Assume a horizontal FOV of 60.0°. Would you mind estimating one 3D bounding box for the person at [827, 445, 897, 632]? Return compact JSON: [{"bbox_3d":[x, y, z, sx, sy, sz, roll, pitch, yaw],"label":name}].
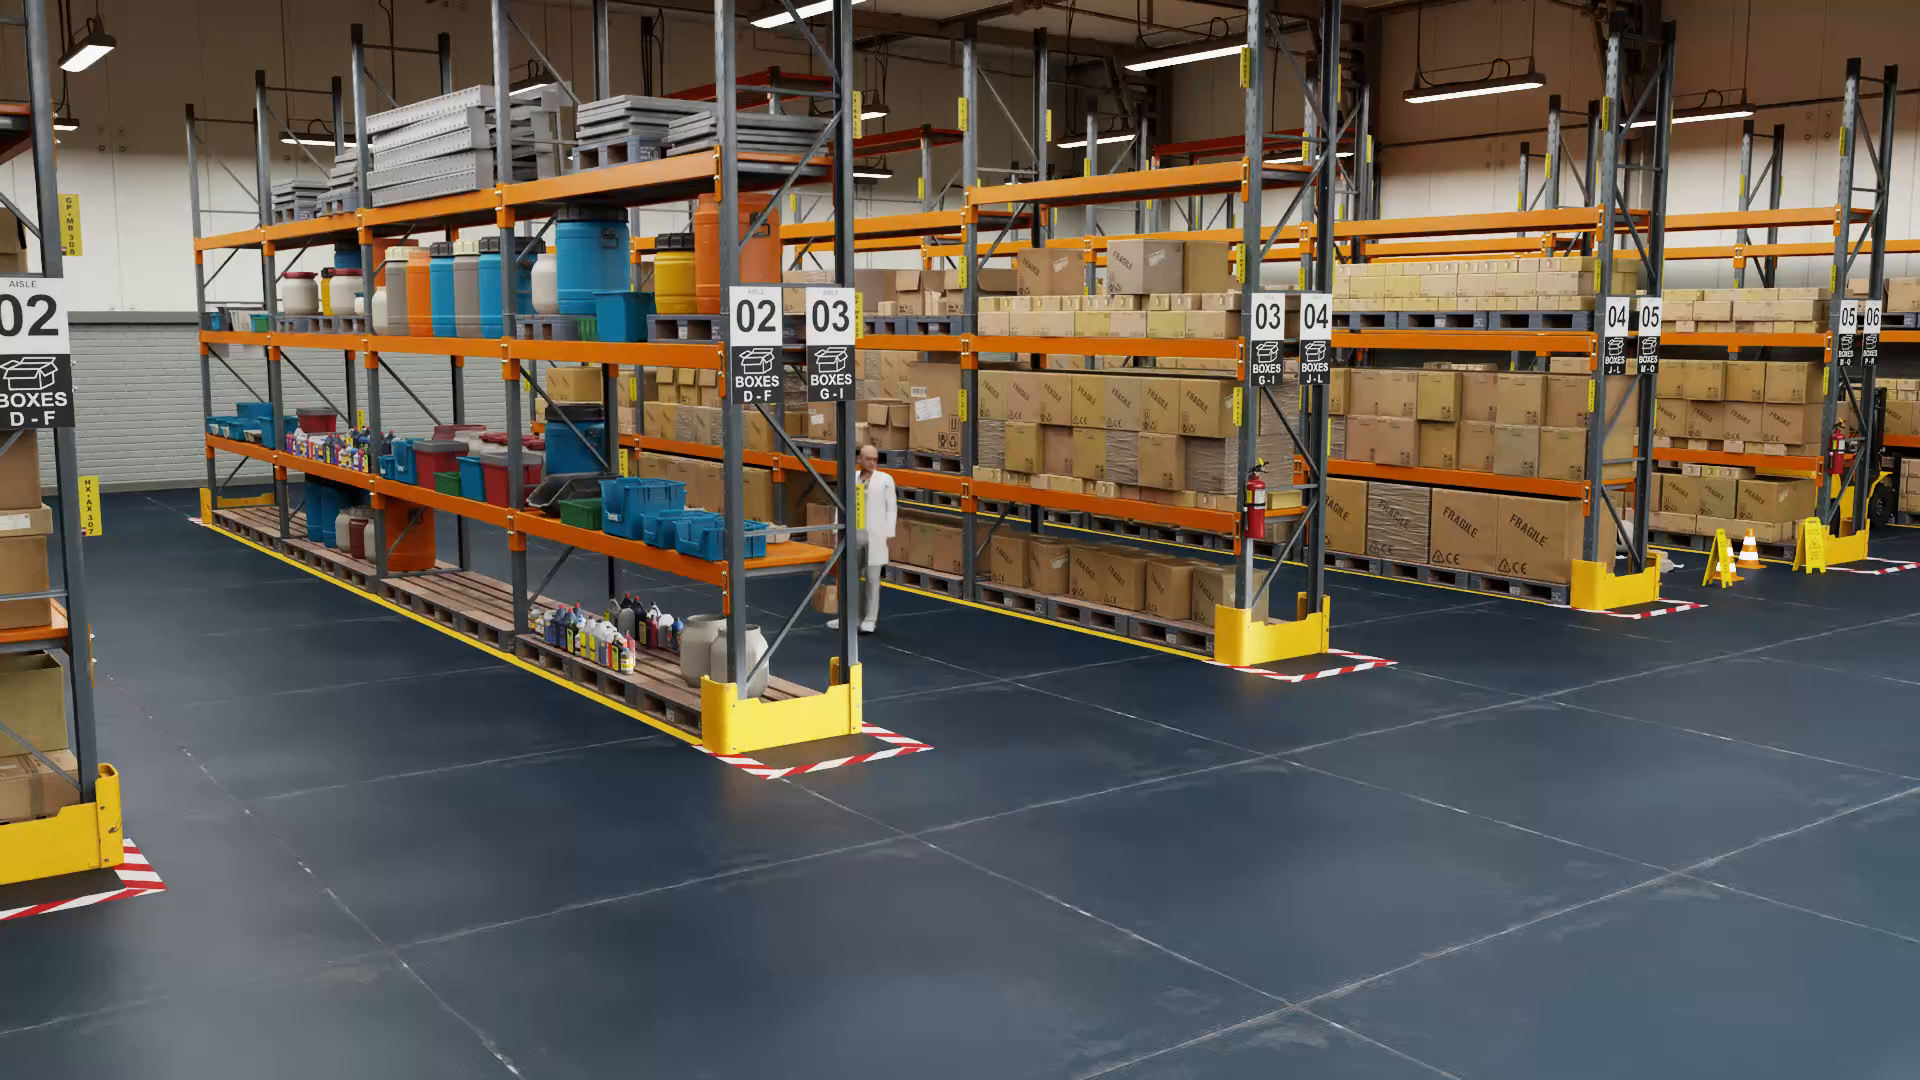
[{"bbox_3d":[-0.958,-0.016,15.851,0.719,1.781,0.446,2,8,15],"label":"person"}]
